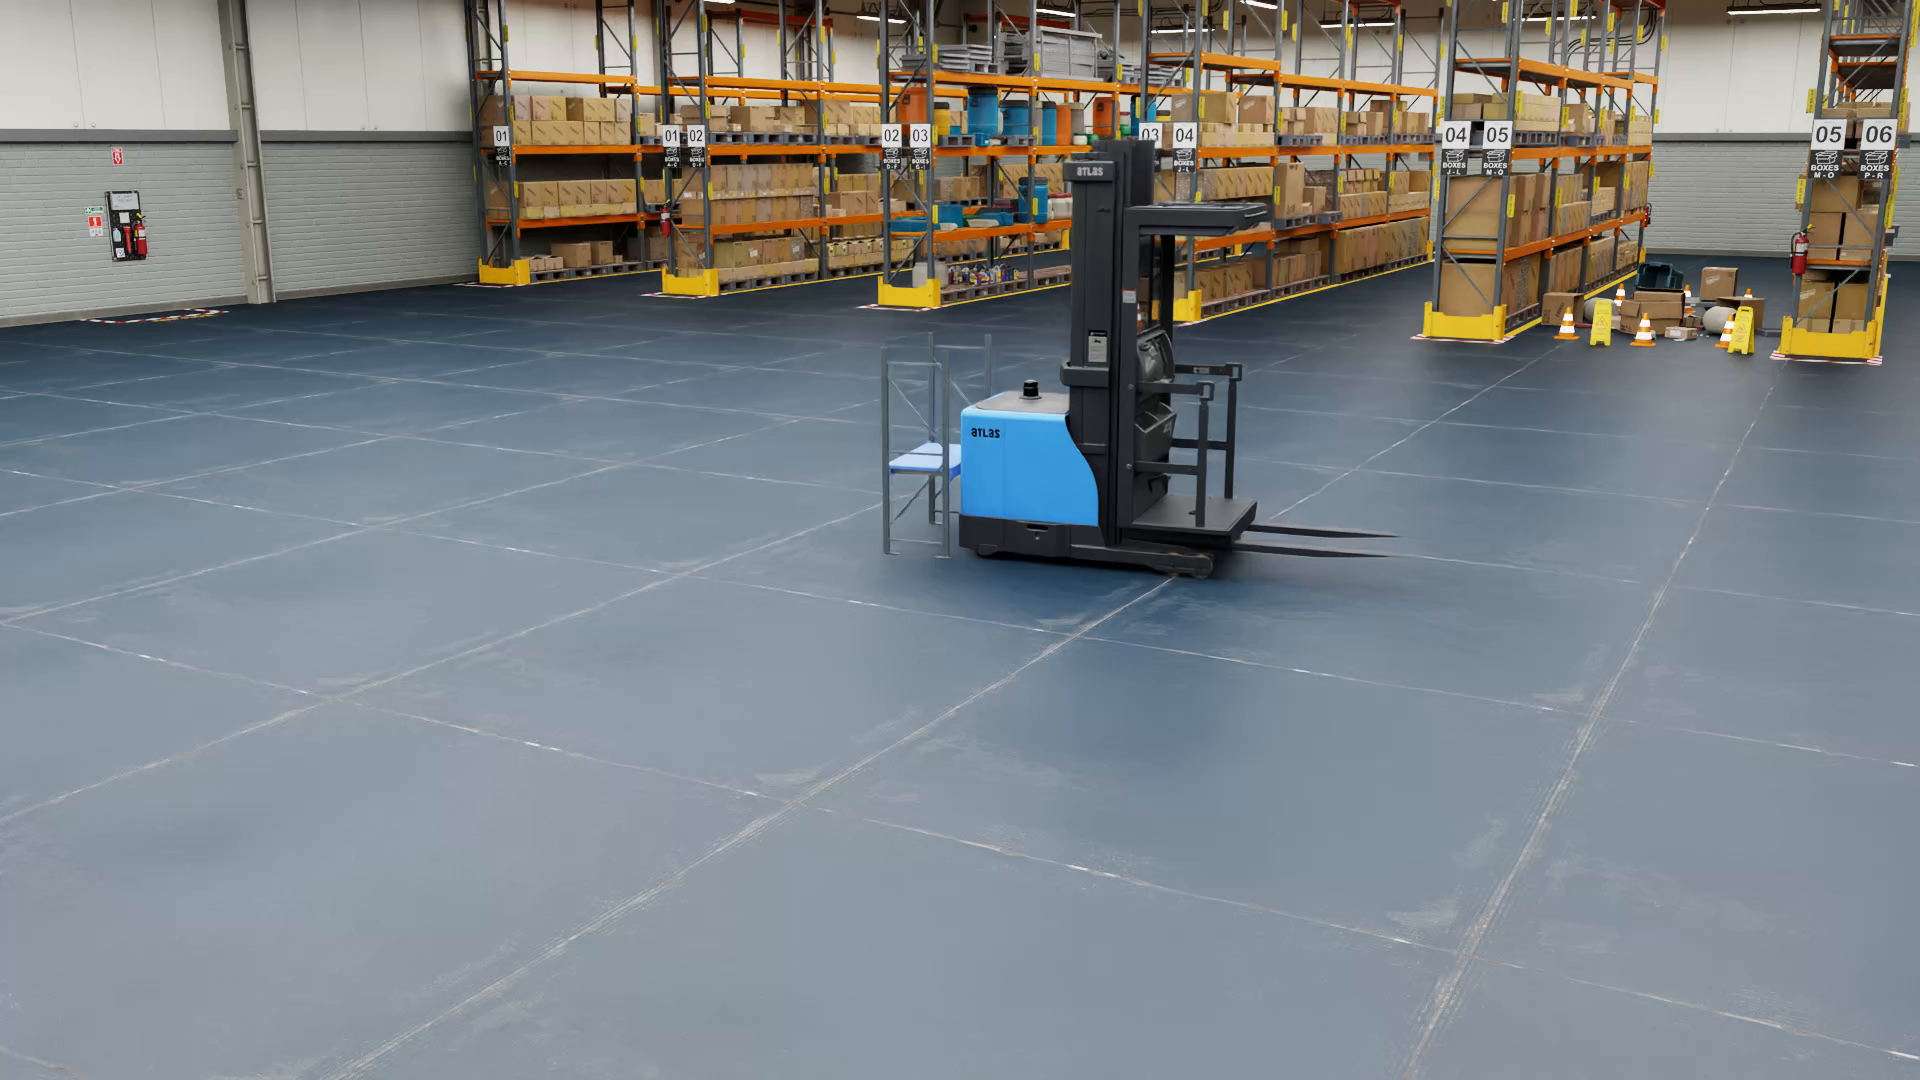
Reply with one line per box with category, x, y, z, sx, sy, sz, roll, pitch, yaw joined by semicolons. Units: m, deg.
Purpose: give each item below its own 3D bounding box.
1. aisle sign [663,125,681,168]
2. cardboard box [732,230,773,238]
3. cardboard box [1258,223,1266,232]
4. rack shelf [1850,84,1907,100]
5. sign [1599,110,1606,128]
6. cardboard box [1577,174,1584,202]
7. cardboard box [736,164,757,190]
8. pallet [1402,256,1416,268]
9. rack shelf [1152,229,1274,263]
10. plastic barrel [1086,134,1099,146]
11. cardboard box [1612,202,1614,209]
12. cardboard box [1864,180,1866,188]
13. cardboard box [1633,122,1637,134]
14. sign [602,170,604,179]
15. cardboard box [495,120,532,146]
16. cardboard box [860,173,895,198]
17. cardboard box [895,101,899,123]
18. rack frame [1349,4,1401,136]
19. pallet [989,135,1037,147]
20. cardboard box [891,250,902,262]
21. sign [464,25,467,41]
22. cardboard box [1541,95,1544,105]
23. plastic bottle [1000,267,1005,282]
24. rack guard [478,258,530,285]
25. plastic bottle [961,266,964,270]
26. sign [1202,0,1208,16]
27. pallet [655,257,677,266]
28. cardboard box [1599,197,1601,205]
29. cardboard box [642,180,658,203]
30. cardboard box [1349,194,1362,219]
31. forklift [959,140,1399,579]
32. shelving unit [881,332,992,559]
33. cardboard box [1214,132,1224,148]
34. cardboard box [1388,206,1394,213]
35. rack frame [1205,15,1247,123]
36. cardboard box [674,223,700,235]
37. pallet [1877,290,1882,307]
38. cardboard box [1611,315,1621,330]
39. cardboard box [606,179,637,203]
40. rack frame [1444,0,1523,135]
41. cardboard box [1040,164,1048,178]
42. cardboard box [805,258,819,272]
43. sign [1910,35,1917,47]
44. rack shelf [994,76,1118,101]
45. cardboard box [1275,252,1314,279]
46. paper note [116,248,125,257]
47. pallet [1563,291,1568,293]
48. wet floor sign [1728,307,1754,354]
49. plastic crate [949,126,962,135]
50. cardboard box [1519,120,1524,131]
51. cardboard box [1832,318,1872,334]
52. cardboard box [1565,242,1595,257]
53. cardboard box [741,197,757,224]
aisle sign;-5.544;-7.563;31.957;0.394;0.787;0.004;7;15;28
cardboard box;-5.256;-7.776;42.079;0.750;0.750;0.750;7;15;27
cardboard box;5.373;-5.727;30.424;0.380;0.149;0.250;7;15;28
rack shelf;18.858;-9.278;34.205;1.077;0.370;4.000;7;15;28
sign;12.057;-7.898;31.222;0.100;0.325;0.005;7;15;28
cardboard box;11.350;-6.658;31.405;0.700;0.500;0.500;7;15;28
cardboard box;-4.500;-7.276;33.331;0.700;0.500;0.500;7;15;28
pallet;10.241;-6.661;39.712;1.003;0.211;1.213;7;15;28
rack shelf;4.382;-5.217;29.307;1.077;0.370;4.000;7;15;28
plastic barrel;2.872;-8.685;36.089;0.294;0.245;0.294;0;14;0
cardboard box;13.490;-7.013;34.865;0.380;0.149;0.250;7;15;27
cardboard box;14.996;-5.858;27.302;0.380;0.149;0.250;8;16;31
cardboard box;14.197;-8.837;35.642;0.500;0.250;0.500;7;15;28
sign;-8.147;-8.285;38.030;0.100;0.325;0.005;7;15;28
cardboard box;-9.213;-8.396;34.305;0.500;0.500;0.500;8;16;30
cardboard box;-2.438;-10.012;47.022;0.980;0.700;0.700;7;15;28
cardboard box;-1.171;-10.002;38.875;0.500;0.500;0.500;7;15;28
rack frame;9.216;-10.534;37.029;1.000;3.000;0.127;7;15;28
pallet;0.750;-7.745;32.263;1.213;0.211;1.003;7;15;28
cardboard box;-1.675;-6.546;38.257;0.500;0.250;0.500;7;15;27
sign;-10.069;-10.354;33.951;0.100;0.325;0.005;7;15;28
cardboard box;9.010;-6.948;26.277;0.380;0.149;0.250;8;16;29
plastic bottle;0.819;-5.189;32.514;0.061;0.283;0.133;9;16;32
rack guard;-9.557;-5.640;34.862;1.175;0.500;0.348;7;15;28
plastic bottle;0.052;-5.245;32.745;0.061;0.283;0.133;8;16;31
sign;3.890;-8.504;26.443;0.100;0.325;0.005;7;15;28
pallet;-6.696;-6.716;39.940;1.003;0.211;1.213;7;15;28
cardboard box;12.606;-6.782;33.270;0.380;0.149;0.250;7;15;28
cardboard box;-7.384;-8.023;38.262;0.700;0.500;0.500;7;15;28
cardboard box;8.247;-7.126;35.480;0.500;0.500;0.500;7;15;27
forklift;1.563;-1.297;11.660;3.031;2.935;1.130;5;14;20
shelving unit;-0.161;-0.728;12.354;0.538;1.500;1.048;4;14;18
cardboard box;4.118;-6.717;27.917;0.500;0.250;0.500;7;15;27
cardboard box;9.650;-7.519;37.857;0.380;0.149;0.250;7;15;28
rack frame;6.814;-11.916;42.761;1.000;3.000;0.127;7;15;28
cardboard box;-6.603;-7.475;39.933;0.500;0.250;0.500;7;15;28
pallet;16.405;-4.472;30.633;1.003;0.211;1.213;7;15;28
cardboard box;10.423;-3.504;26.499;0.396;0.266;0.258;11;17;38
cardboard box;-7.617;-7.830;37.288;0.500;0.500;0.500;7;15;28
rack frame;7.708;-7.490;24.400;1.000;3.000;0.127;7;15;28
cardboard box;2.015;-9.763;44.285;0.500;0.500;0.500;8;16;30
cardboard box;-3.354;-5.847;35.359;0.500;0.250;0.500;7;15;28
sign;20.293;-10.660;35.390;0.100;0.325;0.005;7;15;28
rack shelf;1.980;-9.320;34.382;1.077;0.370;4.000;7;15;28
cardboard box;6.719;-5.541;33.512;0.700;0.500;0.500;6;15;23
paper note;-14.287;-4.891;28.300;0.016;0.148;0.142;7;15;28
pallet;10.537;-4.457;30.568;1.003;0.211;1.213;7;15;28
wet floor sign;11.062;-2.971;23.480;0.232;0.644;0.267;-12;18;-40
plastic crate;-0.262;-7.593;31.263;0.392;0.384;0.575;7;15;28
cardboard box;8.277;-6.249;25.079;0.380;0.149;0.250;8;15;29
cardboard box;12.722;-3.035;23.693;0.500;0.250;0.500;7;15;28
cardboard box;12.121;-5.682;32.540;0.500;0.250;0.500;7;15;26
cardboard box;-4.523;-6.632;33.428;0.700;0.500;0.500;7;15;28
